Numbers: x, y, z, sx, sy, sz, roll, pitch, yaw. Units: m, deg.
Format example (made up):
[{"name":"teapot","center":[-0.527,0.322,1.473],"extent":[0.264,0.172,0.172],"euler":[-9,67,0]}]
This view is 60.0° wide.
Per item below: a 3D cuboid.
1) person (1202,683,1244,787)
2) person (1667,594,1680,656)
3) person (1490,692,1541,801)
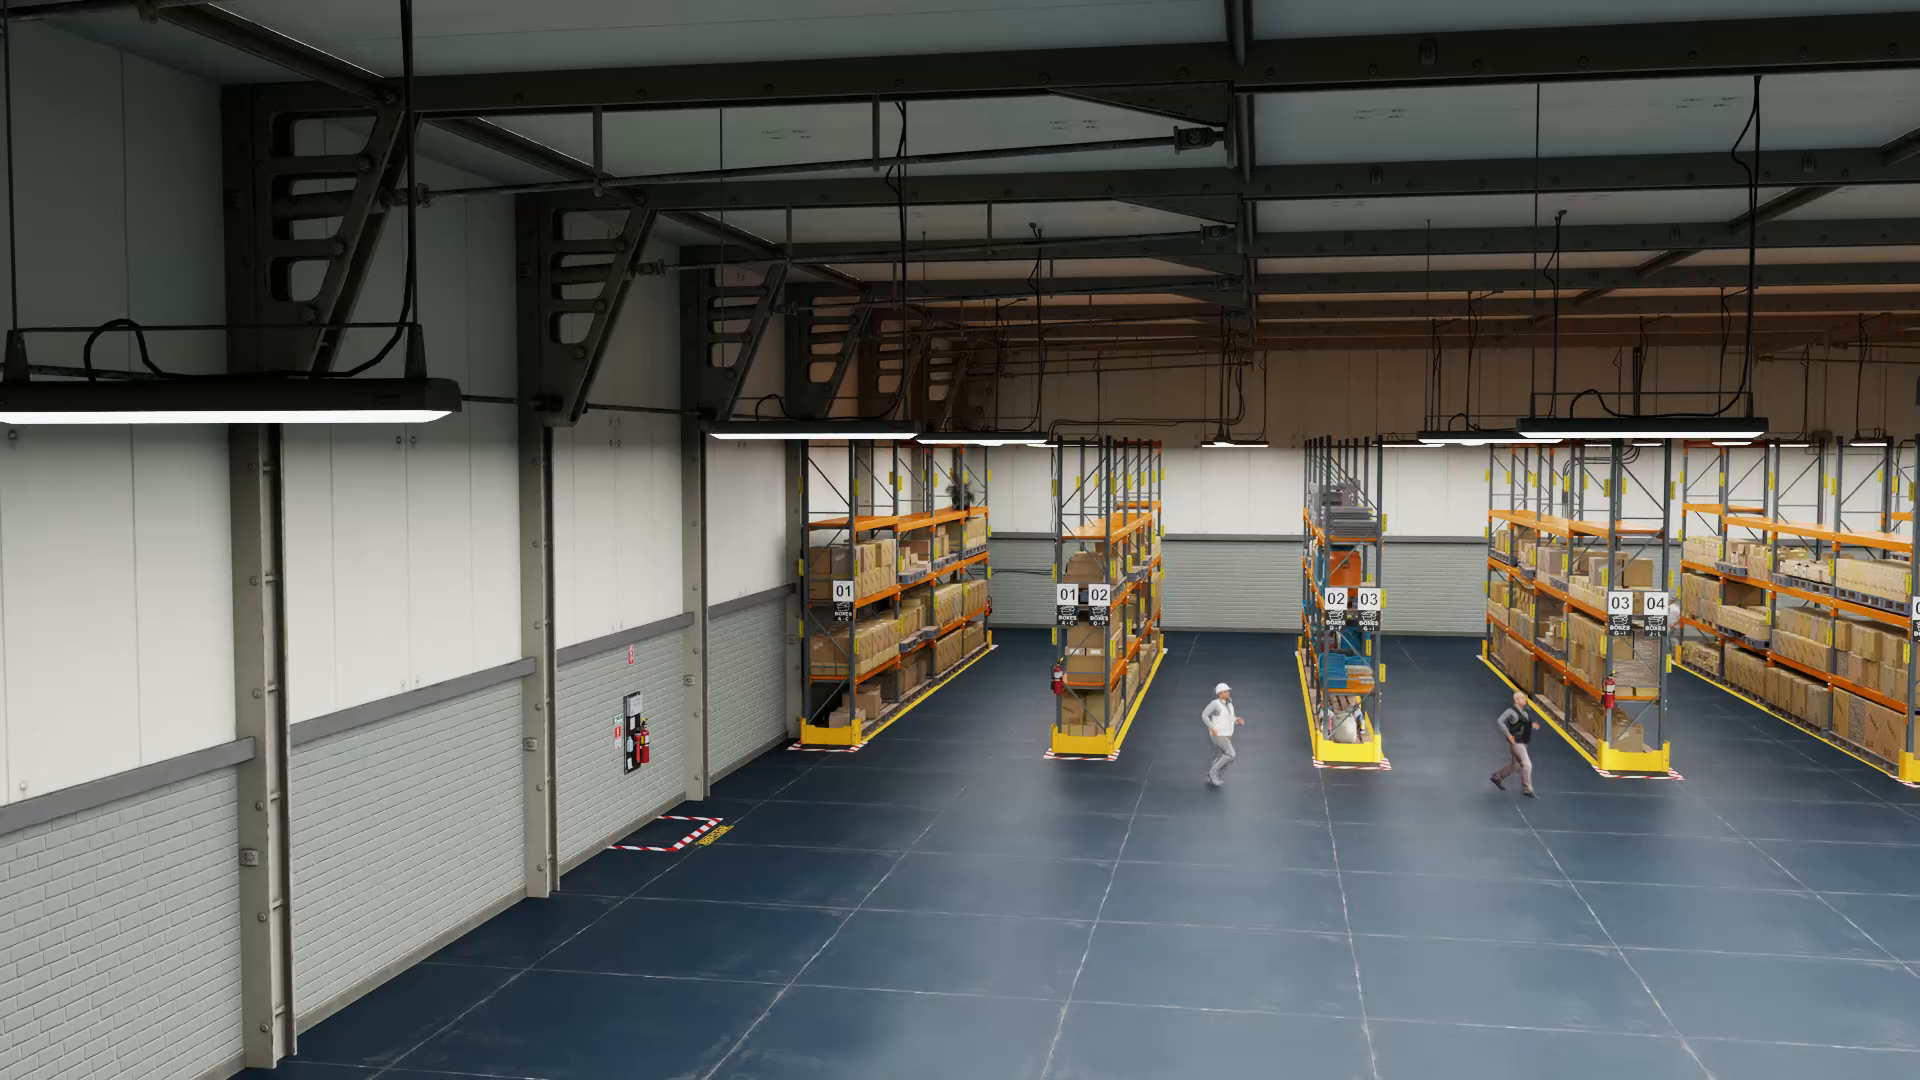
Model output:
[{"name":"person","center":[4.509,3.311,28.323],"extent":[0.660,1.752,0.636],"euler":[2,4,38]},{"name":"person","center":[19.599,2.394,45.855],"extent":[0.676,1.799,0.728],"euler":[1,3,21]},{"name":"person","center":[9.206,3.374,27.476],"extent":[0.896,1.740,0.644],"euler":[3,4,42]}]
